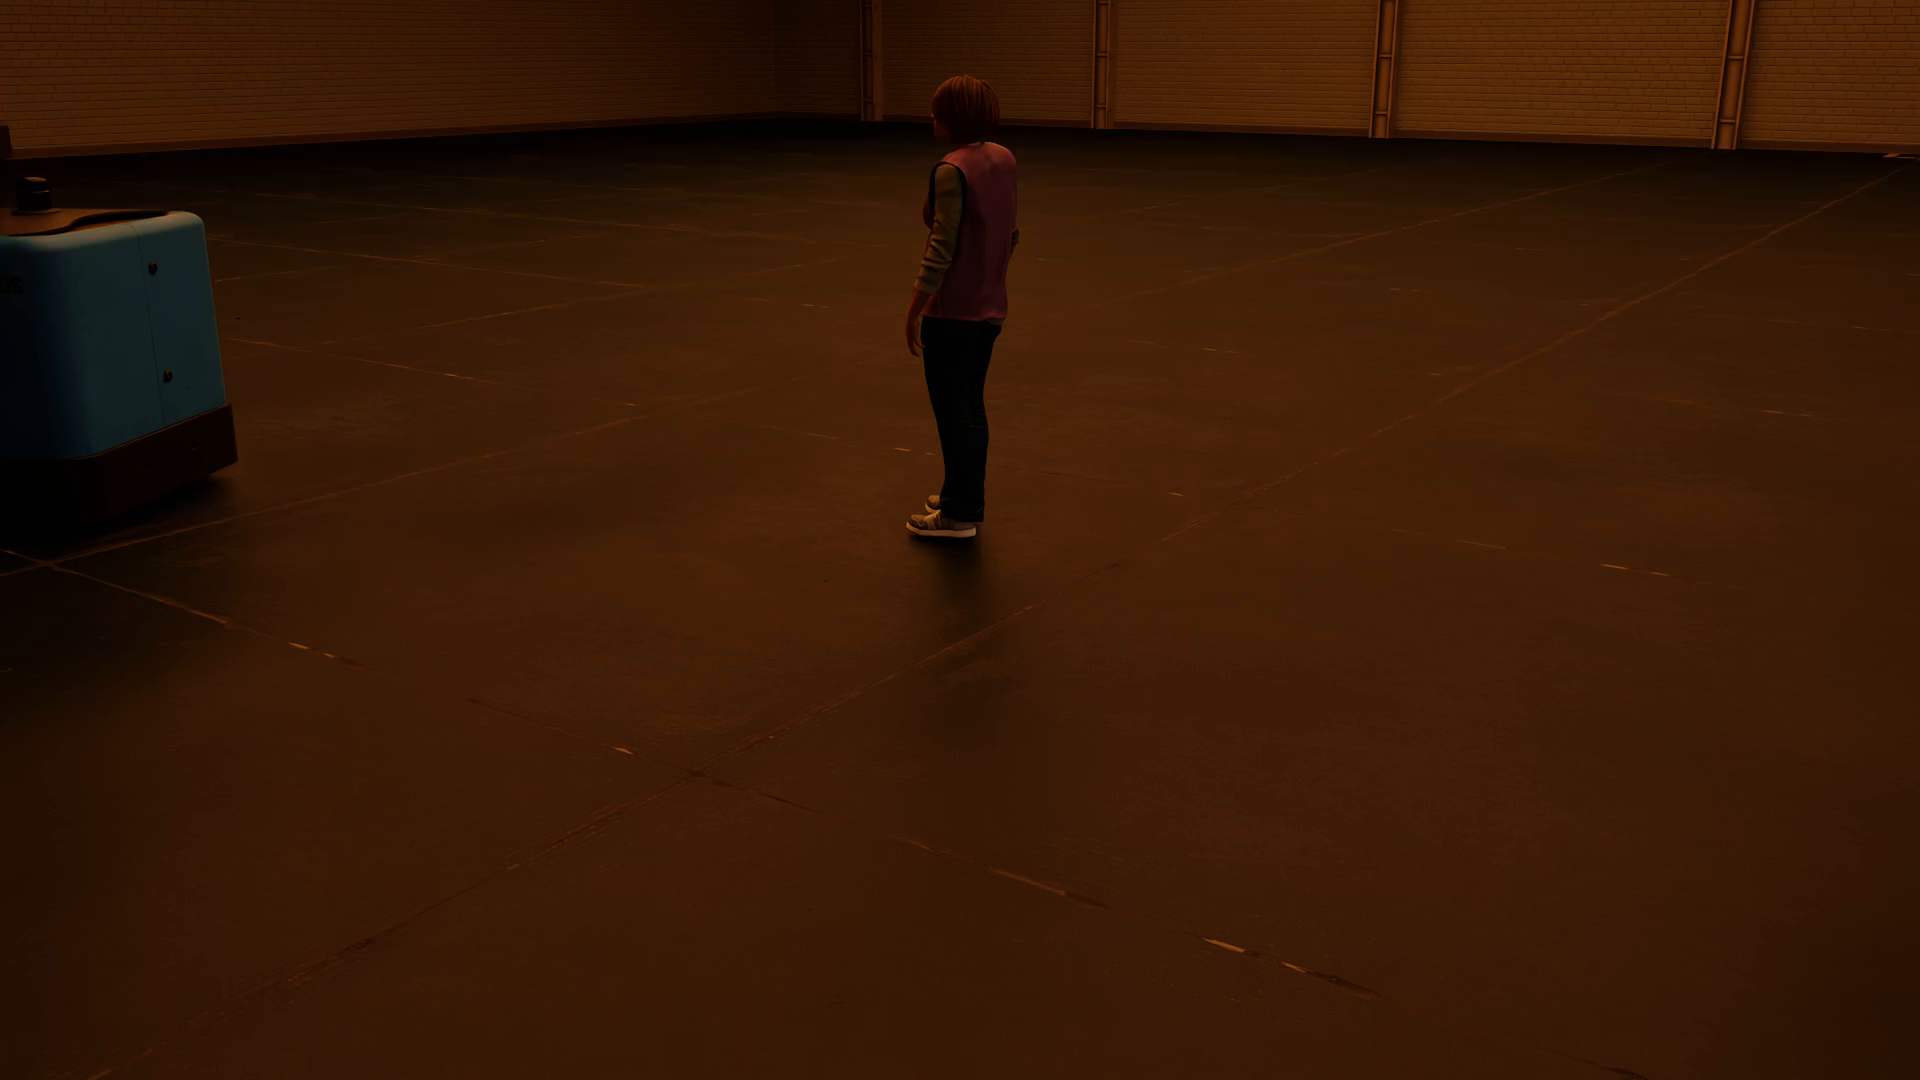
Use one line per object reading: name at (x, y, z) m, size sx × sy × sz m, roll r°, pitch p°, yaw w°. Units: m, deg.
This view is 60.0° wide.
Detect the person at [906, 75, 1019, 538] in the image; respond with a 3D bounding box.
person at (-0.052, -0.788, 5.769) m, size 0.476 × 1.597 × 0.520 m, roll 11°, pitch 20°, yaw 33°

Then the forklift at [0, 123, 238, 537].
forklift at (-4.493, -1.579, 6.114) m, size 3.031 × 2.935 × 1.130 m, roll 2°, pitch 17°, yaw 6°
